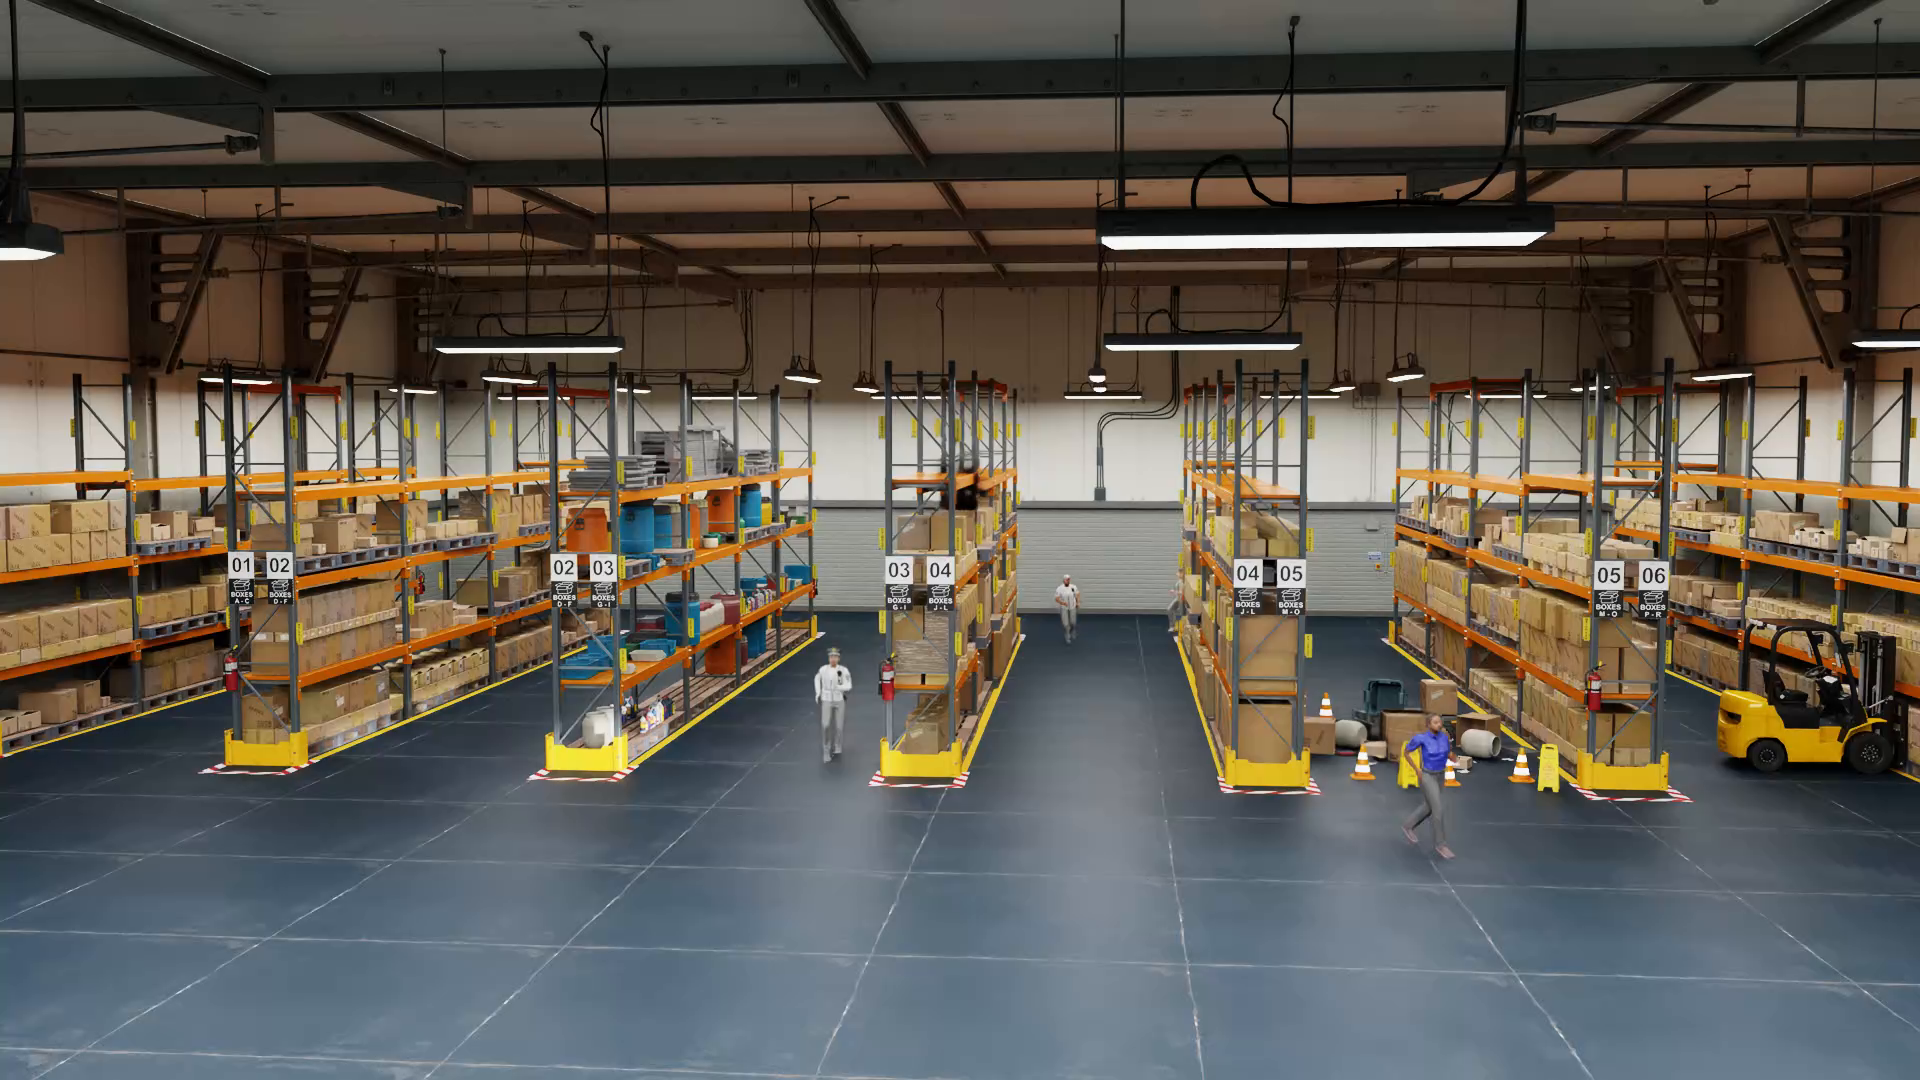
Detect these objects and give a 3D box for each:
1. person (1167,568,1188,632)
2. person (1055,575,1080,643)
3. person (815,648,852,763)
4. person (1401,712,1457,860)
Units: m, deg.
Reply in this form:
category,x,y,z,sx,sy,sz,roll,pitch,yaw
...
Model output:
category,x,y,z,sx,sy,sz,roll,pitch,yaw
person,5.449,1.492,40.757,0.725,1.610,0.583,0,4,1
person,2.538,1.629,39.268,0.603,1.617,0.562,0,4,3
person,-1.929,2.498,25.289,0.576,1.749,0.732,0,4,-2
person,5.608,2.878,19.768,0.561,1.689,0.847,-2,4,-32
